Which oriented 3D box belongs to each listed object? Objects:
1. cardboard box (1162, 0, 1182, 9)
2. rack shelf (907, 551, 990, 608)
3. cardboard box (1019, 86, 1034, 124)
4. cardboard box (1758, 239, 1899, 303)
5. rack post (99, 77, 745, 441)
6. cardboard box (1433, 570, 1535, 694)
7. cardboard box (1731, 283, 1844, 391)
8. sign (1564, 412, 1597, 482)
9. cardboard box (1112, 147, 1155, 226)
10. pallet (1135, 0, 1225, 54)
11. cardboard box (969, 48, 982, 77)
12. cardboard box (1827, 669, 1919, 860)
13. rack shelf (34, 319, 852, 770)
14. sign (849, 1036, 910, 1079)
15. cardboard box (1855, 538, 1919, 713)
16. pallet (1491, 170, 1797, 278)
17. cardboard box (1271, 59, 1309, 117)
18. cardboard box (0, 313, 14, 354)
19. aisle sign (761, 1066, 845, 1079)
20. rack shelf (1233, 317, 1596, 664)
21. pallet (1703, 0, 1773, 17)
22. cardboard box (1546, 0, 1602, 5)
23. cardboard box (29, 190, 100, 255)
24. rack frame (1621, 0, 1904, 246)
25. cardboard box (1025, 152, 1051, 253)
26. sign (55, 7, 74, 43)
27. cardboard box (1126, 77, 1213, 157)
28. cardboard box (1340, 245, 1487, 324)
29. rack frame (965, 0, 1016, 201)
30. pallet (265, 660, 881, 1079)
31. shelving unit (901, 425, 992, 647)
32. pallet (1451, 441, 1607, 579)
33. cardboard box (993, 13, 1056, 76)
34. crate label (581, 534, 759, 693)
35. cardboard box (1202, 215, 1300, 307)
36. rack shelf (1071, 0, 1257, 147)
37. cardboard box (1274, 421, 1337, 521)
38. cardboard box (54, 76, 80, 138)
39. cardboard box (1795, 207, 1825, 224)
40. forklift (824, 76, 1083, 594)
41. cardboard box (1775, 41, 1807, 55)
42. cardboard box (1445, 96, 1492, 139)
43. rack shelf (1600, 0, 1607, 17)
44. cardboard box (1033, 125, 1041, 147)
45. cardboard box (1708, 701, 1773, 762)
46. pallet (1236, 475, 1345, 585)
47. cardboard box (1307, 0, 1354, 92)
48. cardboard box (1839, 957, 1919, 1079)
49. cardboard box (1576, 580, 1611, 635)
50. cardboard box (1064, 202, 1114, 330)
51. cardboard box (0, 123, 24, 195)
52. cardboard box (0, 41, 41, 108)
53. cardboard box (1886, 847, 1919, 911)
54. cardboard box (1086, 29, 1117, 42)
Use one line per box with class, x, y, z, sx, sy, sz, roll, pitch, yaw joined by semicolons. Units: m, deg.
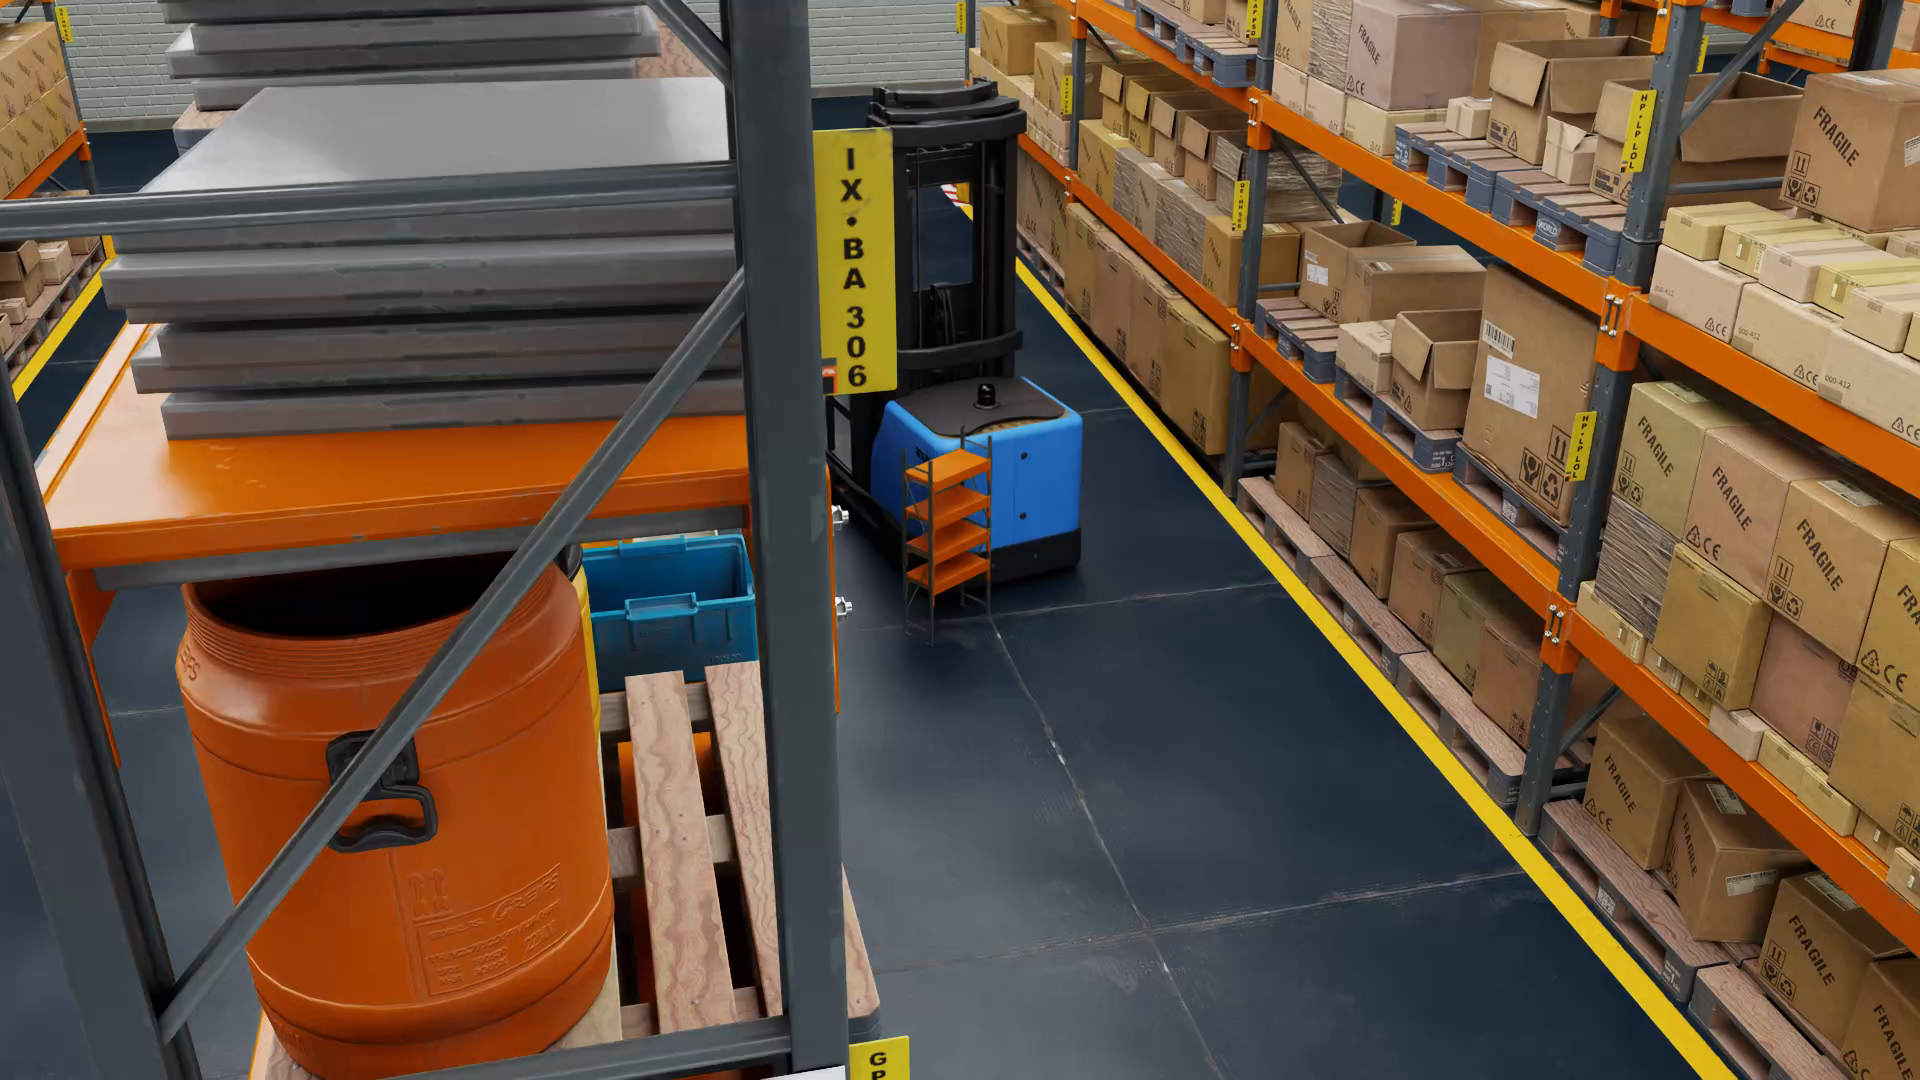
cardboard box;1.877;-4.172;12.124;0.797;0.503;0.637;-6;27;-12
rack shelf;-0.076;0.216;9.926;0.258;0.148;0.480;24;35;38
cardboard box;0.867;-4.145;15.816;0.500;0.250;0.500;-5;27;-11
cardboard box;3.200;-0.993;6.130;0.380;0.149;0.250;-6;27;-11
rack post;-0.711;-0.490;2.634;0.937;0.300;0.954;-3;27;-6
cardboard box;3.053;0.488;9.087;0.700;0.500;0.500;-6;27;-12
cardboard box;3.236;-0.766;6.122;0.500;0.250;0.500;-6;27;-12
sign;2.720;-0.408;7.290;0.100;0.325;0.005;-6;27;-12
cardboard box;1.543;-2.838;13.279;0.500;0.500;0.500;-7;28;-13
pallet;1.907;-3.727;12.033;1.003;0.211;1.213;-5;27;-9
cardboard box;0.400;-5.044;17.598;0.500;0.250;0.500;-7;28;-13
cardboard box;3.662;0.734;5.873;0.875;0.500;0.500;-6;27;-12
rack shelf;-1.115;-0.746;3.830;1.077;0.370;4.000;-6;27;-12
sign;-0.127;0.913;2.619;0.100;0.325;0.005;-6;27;-12
cardboard box;3.463;0.308;5.606;0.500;0.500;0.500;-6;27;-12
pallet;3.224;-1.486;7.591;1.213;0.211;1.003;-6;27;-12
cardboard box;2.216;-2.745;10.043;0.500;0.250;0.500;-5;27;-11
cardboard box;-8.079;-1.659;13.550;0.500;0.311;0.500;-6;27;-12
aisle sign;-0.363;1.152;2.601;0.394;0.787;0.004;-6;27;-12
rack shelf;2.809;-0.506;9.568;1.077;0.370;4.000;-6;27;-12
pallet;6.584;-4.438;13.441;1.213;0.211;1.003;-6;27;-12
cardboard box;5.821;-4.949;16.022;0.500;0.500;0.500;-7;28;-13
cardboard box;-8.734;-3.079;16.154;0.500;0.500;0.500;-6;27;-12
rack frame;3.260;-2.627;6.314;1.000;3.000;0.127;-6;27;-12
cardboard box;1.183;-3.393;16.381;0.875;0.875;0.875;-6;27;-12
sign;-8.552;-4.918;15.876;0.100;0.325;0.005;-6;27;-12
cardboard box;1.752;-3.371;13.222;0.797;0.503;0.637;-6;27;-11
cardboard box;2.742;-1.469;10.101;0.700;0.500;0.500;-2;27;-4
rack frame;0.555;-5.217;18.103;1.000;3.000;0.127;-6;27;-12
pallet;-0.756;0.682;3.296;1.003;0.211;1.213;-6;27;-12
shelving unit;-0.076;-0.022;9.807;0.258;1.200;0.503;24;35;38
pallet;3.229;-0.213;8.403;1.003;0.211;1.213;-6;27;-12
cardboard box;0.636;-4.933;16.545;0.500;0.500;0.500;-7;28;-13
crate label;-0.764;0.182;4.243;0.502;0.251;0.408;-6;27;-12
cardboard box;2.006;-1.941;11.502;0.500;0.500;0.500;-5;27;-10
rack shelf;1.908;-3.601;12.371;1.077;0.370;4.000;-6;27;-12
cardboard box;2.529;-0.493;11.030;0.700;0.500;0.500;-7;28;-14
cardboard box;-8.731;-4.088;15.756;0.500;0.500;0.500;-5;27;-10
cardboard box;3.614;-1.286;6.710;0.380;0.149;0.250;-5;27;-10
forklift;-0.331;-1.610;11.033;1.130;2.935;3.031;-13;29;-23
cardboard box;10.039;-6.028;19.599;0.500;0.500;0.500;-6;27;-12
cardboard box;2.740;-2.184;8.559;0.380;0.166;0.250;-7;28;-13
rack shelf;5.861;-5.816;16.760;1.077;0.370;4.000;-6;27;-12
cardboard box;0.895;-3.788;15.551;0.380;0.149;0.250;-5;27;-11
cardboard box;3.224;0.729;6.602;0.380;0.149;0.250;-6;27;-12
pallet;2.533;-0.117;11.093;1.003;0.211;1.213;-6;27;-12
cardboard box;2.324;-2.856;9.432;0.500;0.500;0.500;-6;27;-11
cardboard box;3.746;1.924;6.263;0.500;0.500;0.500;-3;27;-7
cardboard box;3.015;0.288;7.475;0.380;0.149;0.250;-6;27;-12
cardboard box;1.621;-2.421;14.456;1.225;0.875;0.875;-6;27;-11
cardboard box;-8.274;-3.197;13.990;0.500;0.500;0.500;-6;27;-12
cardboard box;-8.493;-4.087;14.645;0.500;0.500;0.500;-5;27;-10
cardboard box;3.455;1.167;5.733;0.380;0.149;0.250;-6;27;-12
cardboard box;1.373;-4.543;15.771;0.500;0.500;0.500;-7;28;-13
